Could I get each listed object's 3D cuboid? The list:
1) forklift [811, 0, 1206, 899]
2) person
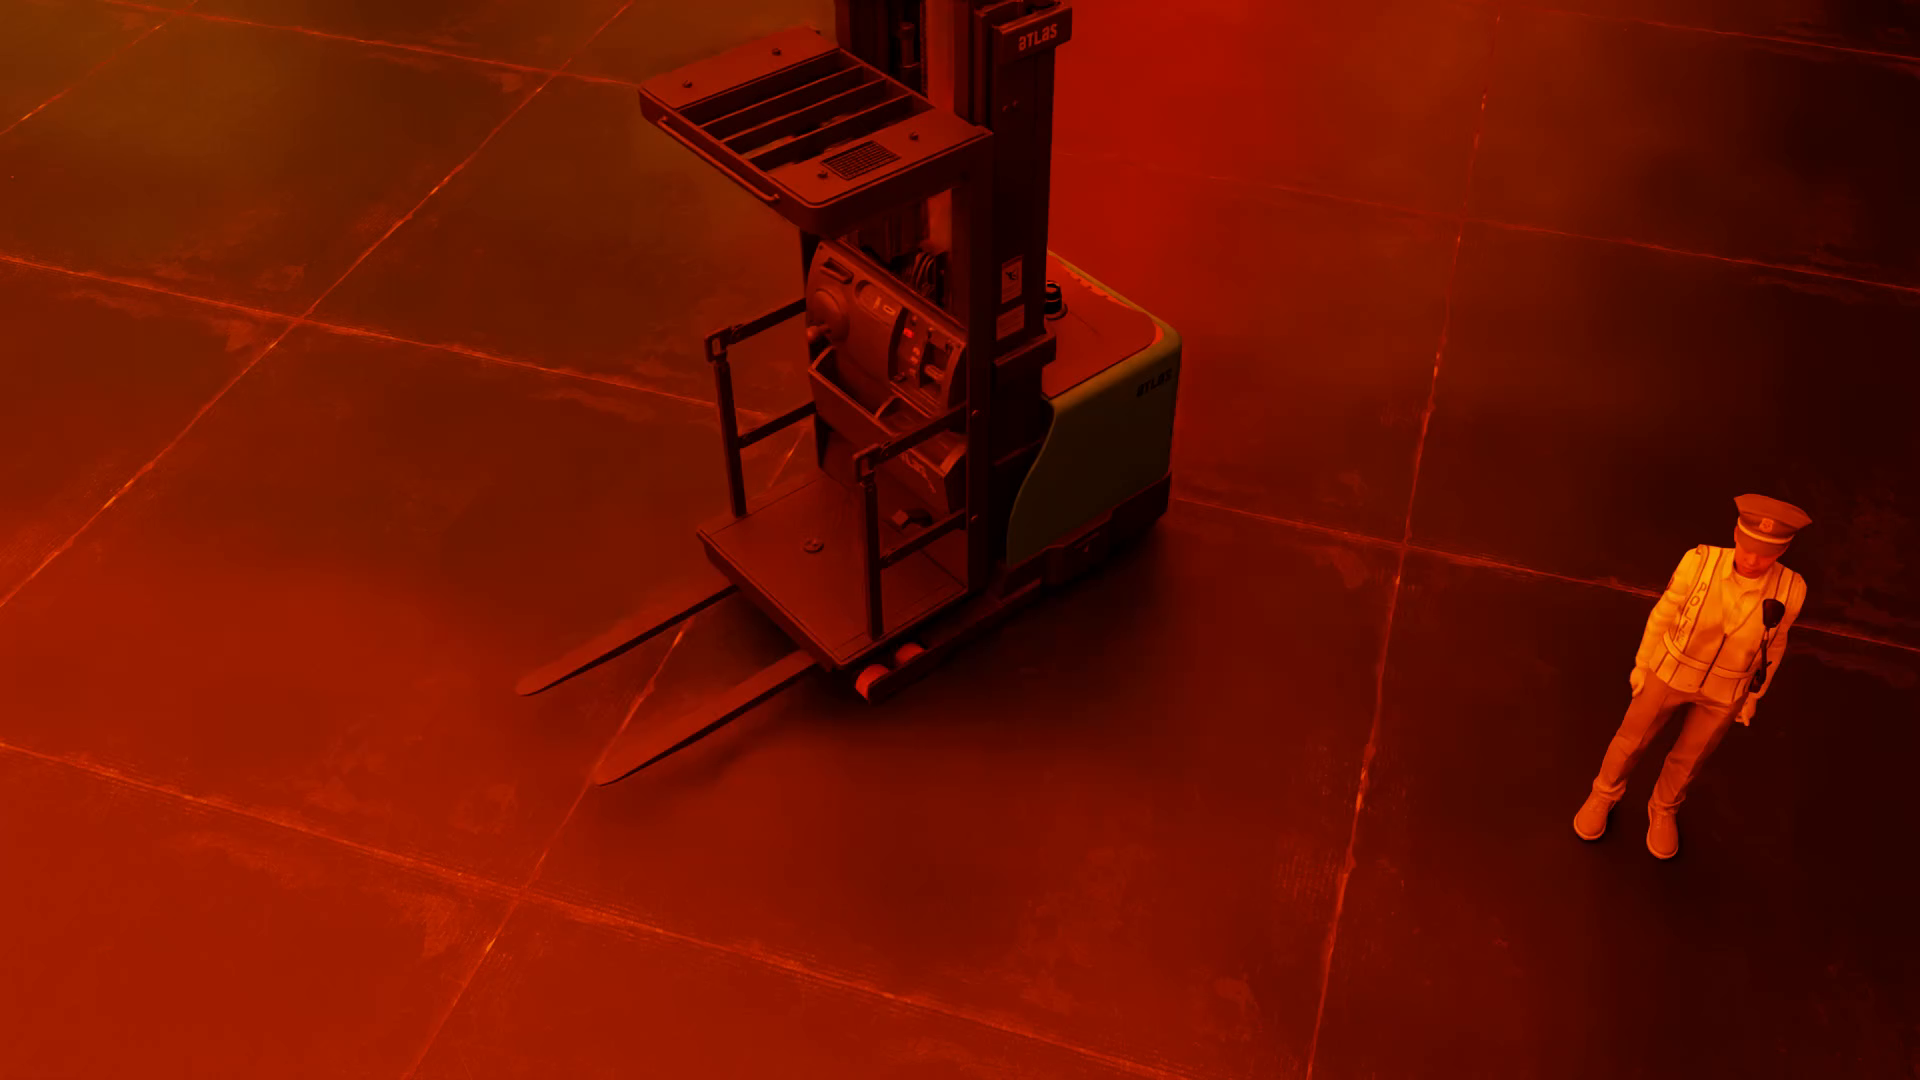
[{"bbox_3d":[0.180,-0.650,6.387,1.130,2.935,3.031,-10,44,-11],"label":"forklift"},{"bbox_3d":[2.695,0.505,6.060,0.462,1.694,0.357,15,45,16],"label":"person"}]
